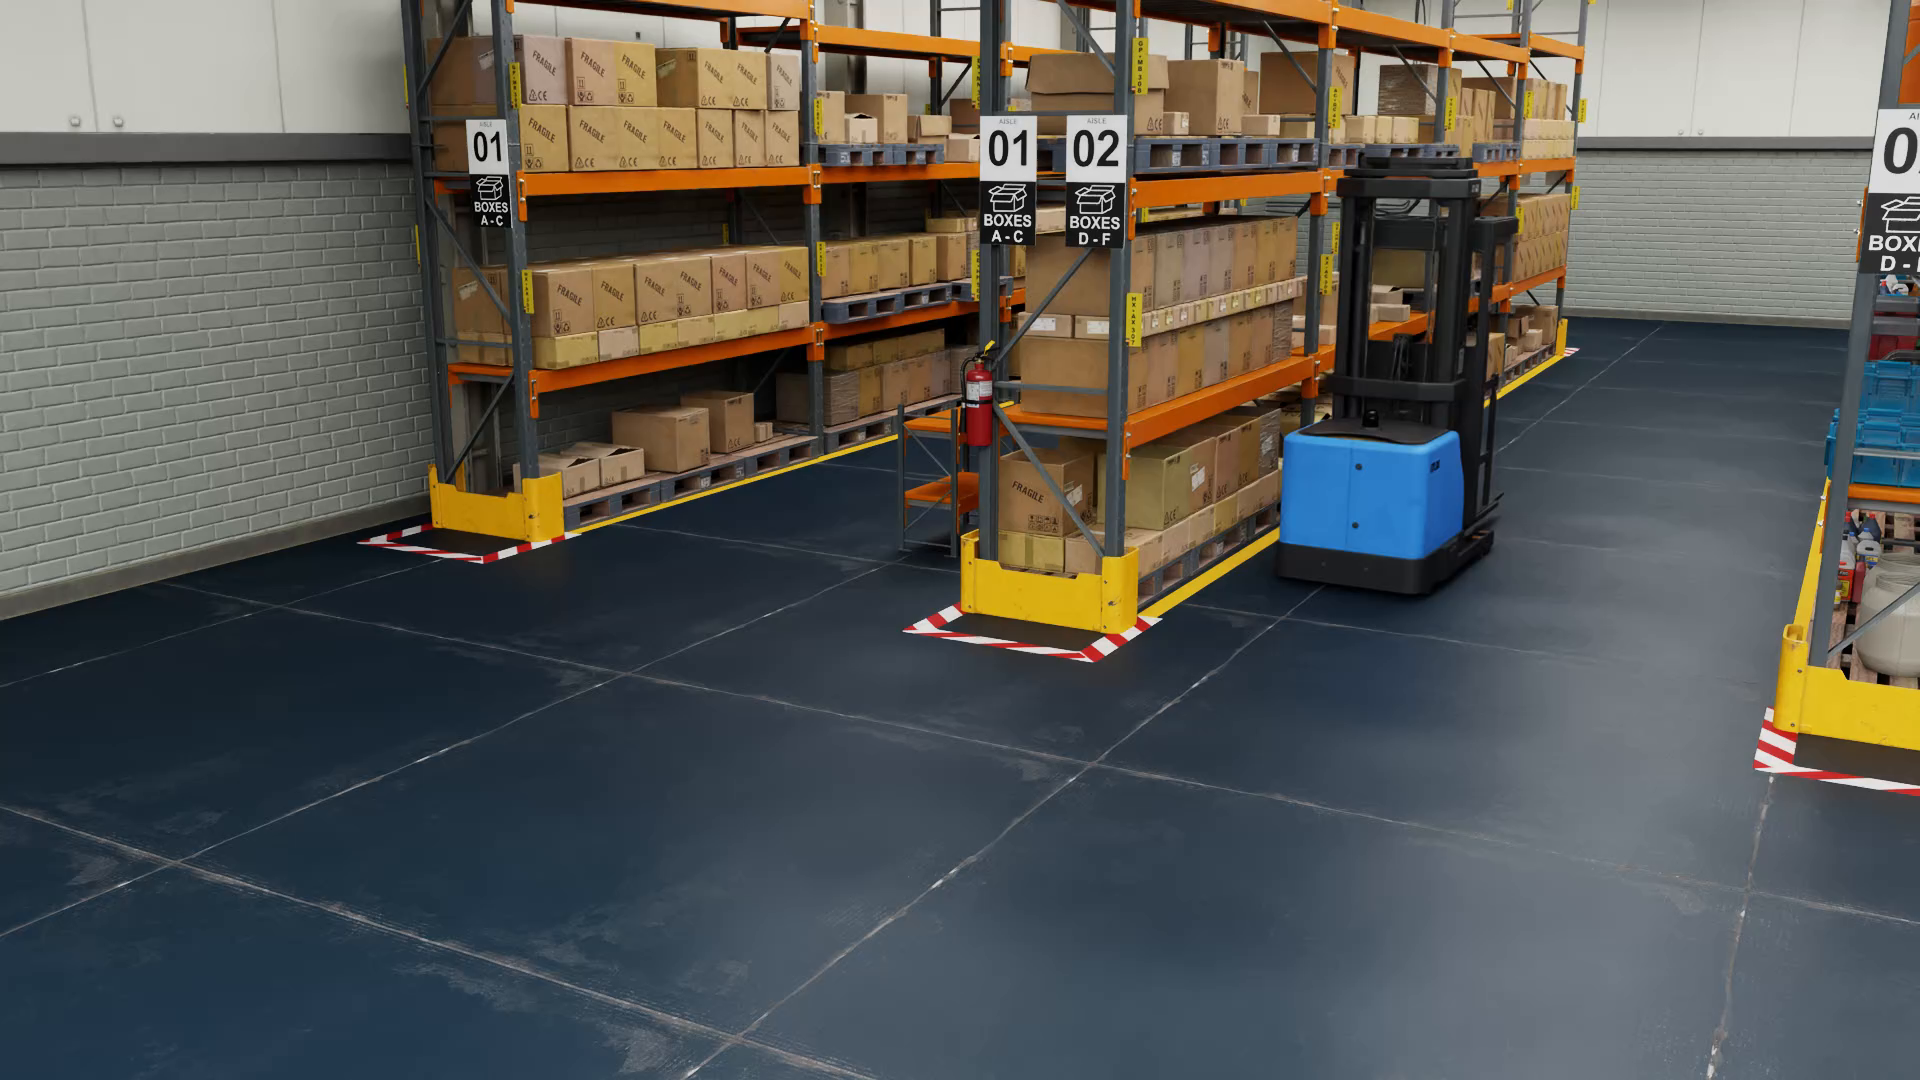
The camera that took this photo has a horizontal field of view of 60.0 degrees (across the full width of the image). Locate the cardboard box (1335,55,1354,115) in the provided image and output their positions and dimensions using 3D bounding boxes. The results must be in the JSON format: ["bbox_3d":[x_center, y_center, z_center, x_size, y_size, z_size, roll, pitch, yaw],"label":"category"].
[{"bbox_3d":[3.110,-3.977,14.555,0.500,0.500,0.500,9,16,33],"label":"cardboard box"}]

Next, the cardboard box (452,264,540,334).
[{"bbox_3d":[-3.708,-1.944,13.373,0.500,0.500,0.500,7,15,27],"label":"cardboard box"}]

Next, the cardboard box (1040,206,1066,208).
[{"bbox_3d":[1.301,-4.113,21.204,0.500,0.250,0.500,7,15,27],"label":"cardboard box"}]

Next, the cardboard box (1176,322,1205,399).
[{"bbox_3d":[1.320,-1.314,11.868,0.700,0.500,0.500,7,15,28],"label":"cardboard box"}]

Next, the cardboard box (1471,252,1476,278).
[{"bbox_3d":[5.589,-3.306,19.238,0.700,0.500,0.500,3,14,14],"label":"cardboard box"}]

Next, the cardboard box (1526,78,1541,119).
[{"bbox_3d":[6.957,-5.607,21.142,0.700,0.500,0.500,7,15,28],"label":"cardboard box"}]

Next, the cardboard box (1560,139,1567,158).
[{"bbox_3d":[8.054,-5.392,22.921,0.500,0.250,0.500,7,15,28],"label":"cardboard box"}]

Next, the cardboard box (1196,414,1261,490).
[{"bbox_3d":[1.999,-0.690,12.864,0.500,0.500,0.500,7,15,28],"label":"cardboard box"}]

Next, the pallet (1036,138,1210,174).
[{"bbox_3d":[0.953,-2.518,10.868,1.003,0.211,1.213,7,15,28],"label":"pallet"}]

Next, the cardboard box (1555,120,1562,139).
[{"bbox_3d":[7.811,-5.533,22.437,0.500,0.250,0.500,7,15,28],"label":"cardboard box"}]

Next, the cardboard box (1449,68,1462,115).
[{"bbox_3d":[5.165,-4.893,18.184,0.500,0.500,0.500,7,15,28],"label":"cardboard box"}]

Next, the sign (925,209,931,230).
[{"bbox_3d":[-0.370,-3.788,19.875,0.100,0.325,0.005,7,15,28],"label":"sign"}]

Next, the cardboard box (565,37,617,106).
[{"bbox_3d":[-3.064,-3.673,13.079,0.500,0.500,0.500,7,15,27],"label":"cardboard box"}]

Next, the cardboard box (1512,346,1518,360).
[{"bbox_3d":[7.191,-2.500,22.109,0.380,0.166,0.250,7,15,28],"label":"cardboard box"}]

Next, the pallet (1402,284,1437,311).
[{"bbox_3d":[4.722,-2.656,18.060,1.213,0.211,1.003,7,15,28],"label":"pallet"}]

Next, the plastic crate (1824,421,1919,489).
[{"bbox_3d":[4.903,-0.463,8.873,0.499,0.251,0.616,7,15,28],"label":"plastic crate"}]

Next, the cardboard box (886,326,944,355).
[{"bbox_3d":[-0.515,-2.263,18.813,0.500,0.250,0.500,8,16,29],"label":"cardboard box"}]

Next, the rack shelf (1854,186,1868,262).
[{"bbox_3d":[5.889,-1.918,9.724,1.077,0.370,4.000,7,15,28],"label":"rack shelf"}]

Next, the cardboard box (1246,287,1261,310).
[{"bbox_3d":[2.085,-1.857,12.739,0.380,0.149,0.250,7,15,28],"label":"cardboard box"}]

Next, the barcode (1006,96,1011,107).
[{"bbox_3d":[0.312,-2.818,10.684,0.001,0.075,0.075,7,15,28],"label":"barcode"}]

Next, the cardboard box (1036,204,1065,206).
[{"bbox_3d":[1.116,-4.275,21.874,0.500,0.250,0.500,7,15,26],"label":"cardboard box"}]

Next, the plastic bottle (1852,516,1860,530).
[{"bbox_3d":[6.186,-0.024,11.607,0.152,0.276,0.135,8,16,30],"label":"plastic bottle"}]

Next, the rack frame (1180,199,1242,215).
[{"bbox_3d":[3.985,-4.804,26.561,1.000,3.000,0.127,7,15,28],"label":"rack frame"}]

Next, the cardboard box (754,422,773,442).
[{"bbox_3d":[-2.049,-1.066,16.160,0.380,0.166,0.250,5,15,21],"label":"cardboard box"}]

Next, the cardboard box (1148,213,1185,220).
[{"bbox_3d":[2.685,-4.388,24.194,0.980,0.700,0.700,7,15,27],"label":"cardboard box"}]

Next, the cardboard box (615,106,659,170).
[{"bbox_3d":[-2.831,-3.292,13.630,0.500,0.500,0.500,8,16,31],"label":"cardboard box"}]

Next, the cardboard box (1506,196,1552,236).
[{"bbox_3d":[7.610,-4.340,22.288,0.500,0.500,0.500,8,16,30],"label":"cardboard box"}]

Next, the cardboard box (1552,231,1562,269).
[{"bbox_3d":[8.097,-4.063,23.272,0.500,0.500,0.500,8,15,29],"label":"cardboard box"}]

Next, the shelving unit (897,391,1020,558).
[{"bbox_3d":[0.003,-0.548,12.907,0.538,1.125,1.048,7,15,28],"label":"shelving unit"}]

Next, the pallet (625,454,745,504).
[{"bbox_3d":[-2.699,-0.594,15.045,1.003,0.211,1.213,7,15,28],"label":"pallet"}]

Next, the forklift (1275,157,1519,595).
[{"bbox_3d":[3.420,-1.346,12.365,1.130,2.935,3.031,8,16,30],"label":"forklift"}]

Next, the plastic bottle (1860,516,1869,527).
[{"bbox_3d":[6.280,-0.016,11.557,0.061,0.283,0.133,7,15,28],"label":"plastic bottle"}]

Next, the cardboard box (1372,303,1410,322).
[{"bbox_3d":[4.263,-2.264,16.562,0.380,0.149,0.250,7,15,28],"label":"cardboard box"}]

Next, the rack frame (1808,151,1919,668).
[{"bbox_3d":[4.923,-0.399,8.289,1.000,3.000,0.127,7,15,28],"label":"rack frame"}]

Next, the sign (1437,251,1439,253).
[{"bbox_3d":[4.943,-3.103,17.034,0.100,0.325,0.005,7,15,28],"label":"sign"}]

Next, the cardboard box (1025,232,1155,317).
[{"bbox_3d":[0.851,-1.746,10.892,0.700,0.500,0.500,7,15,28],"label":"cardboard box"}]

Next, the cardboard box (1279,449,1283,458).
[{"bbox_3d":[2.934,-0.704,14.524,0.500,0.250,0.500,7,15,27],"label":"cardboard box"}]

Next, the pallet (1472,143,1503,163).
[{"bbox_3d":[5.514,-4.451,19.096,1.213,0.211,1.003,7,15,28],"label":"pallet"}]

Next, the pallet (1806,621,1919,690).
[{"bbox_3d":[5.316,0.770,9.391,1.003,0.211,1.213,7,15,28],"label":"pallet"}]

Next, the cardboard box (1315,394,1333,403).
[{"bbox_3d":[3.436,-1.187,15.330,0.500,0.311,0.500,7,15,26],"label":"cardboard box"}]

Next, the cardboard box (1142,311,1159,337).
[{"bbox_3d":[1.092,-1.436,10.991,0.380,0.149,0.250,7,15,27],"label":"cardboard box"}]

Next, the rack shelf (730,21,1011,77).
[{"bbox_3d":[-0.849,-5.125,17.479,1.077,0.370,4.000,7,15,28],"label":"rack shelf"}]

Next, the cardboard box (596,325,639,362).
[{"bbox_3d":[-2.998,-1.631,13.675,0.500,0.250,0.500,7,15,26],"label":"cardboard box"}]

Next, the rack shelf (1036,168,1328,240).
[{"bbox_3d":[1.555,-2.480,12.055,1.077,0.370,4.000,7,15,28],"label":"rack shelf"}]

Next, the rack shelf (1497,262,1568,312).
[{"bbox_3d":[7.356,-3.484,22.618,1.077,0.370,4.000,7,15,28],"label":"rack shelf"}]

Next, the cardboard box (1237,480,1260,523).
[{"bbox_3d":[2.010,-0.324,12.946,0.500,0.250,0.500,7,15,28],"label":"cardboard box"}]

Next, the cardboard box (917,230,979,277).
[{"bbox_3d":[-0.101,-3.328,19.285,0.700,0.500,0.500,5,15,21],"label":"cardboard box"}]

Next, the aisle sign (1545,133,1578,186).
[{"bbox_3d":[8.624,-5.487,23.845,0.394,0.787,0.004,7,15,28],"label":"aisle sign"}]

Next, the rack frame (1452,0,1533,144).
[{"bbox_3d":[6.389,-6.339,20.129,1.000,3.000,0.127,7,15,28],"label":"rack frame"}]

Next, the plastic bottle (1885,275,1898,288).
[{"bbox_3d":[10.250,-2.793,18.325,0.144,0.351,0.185,7,15,28],"label":"plastic bottle"}]

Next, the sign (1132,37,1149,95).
[{"bbox_3d":[1.071,-2.819,9.891,0.100,0.325,0.005,7,15,28],"label":"sign"}]
